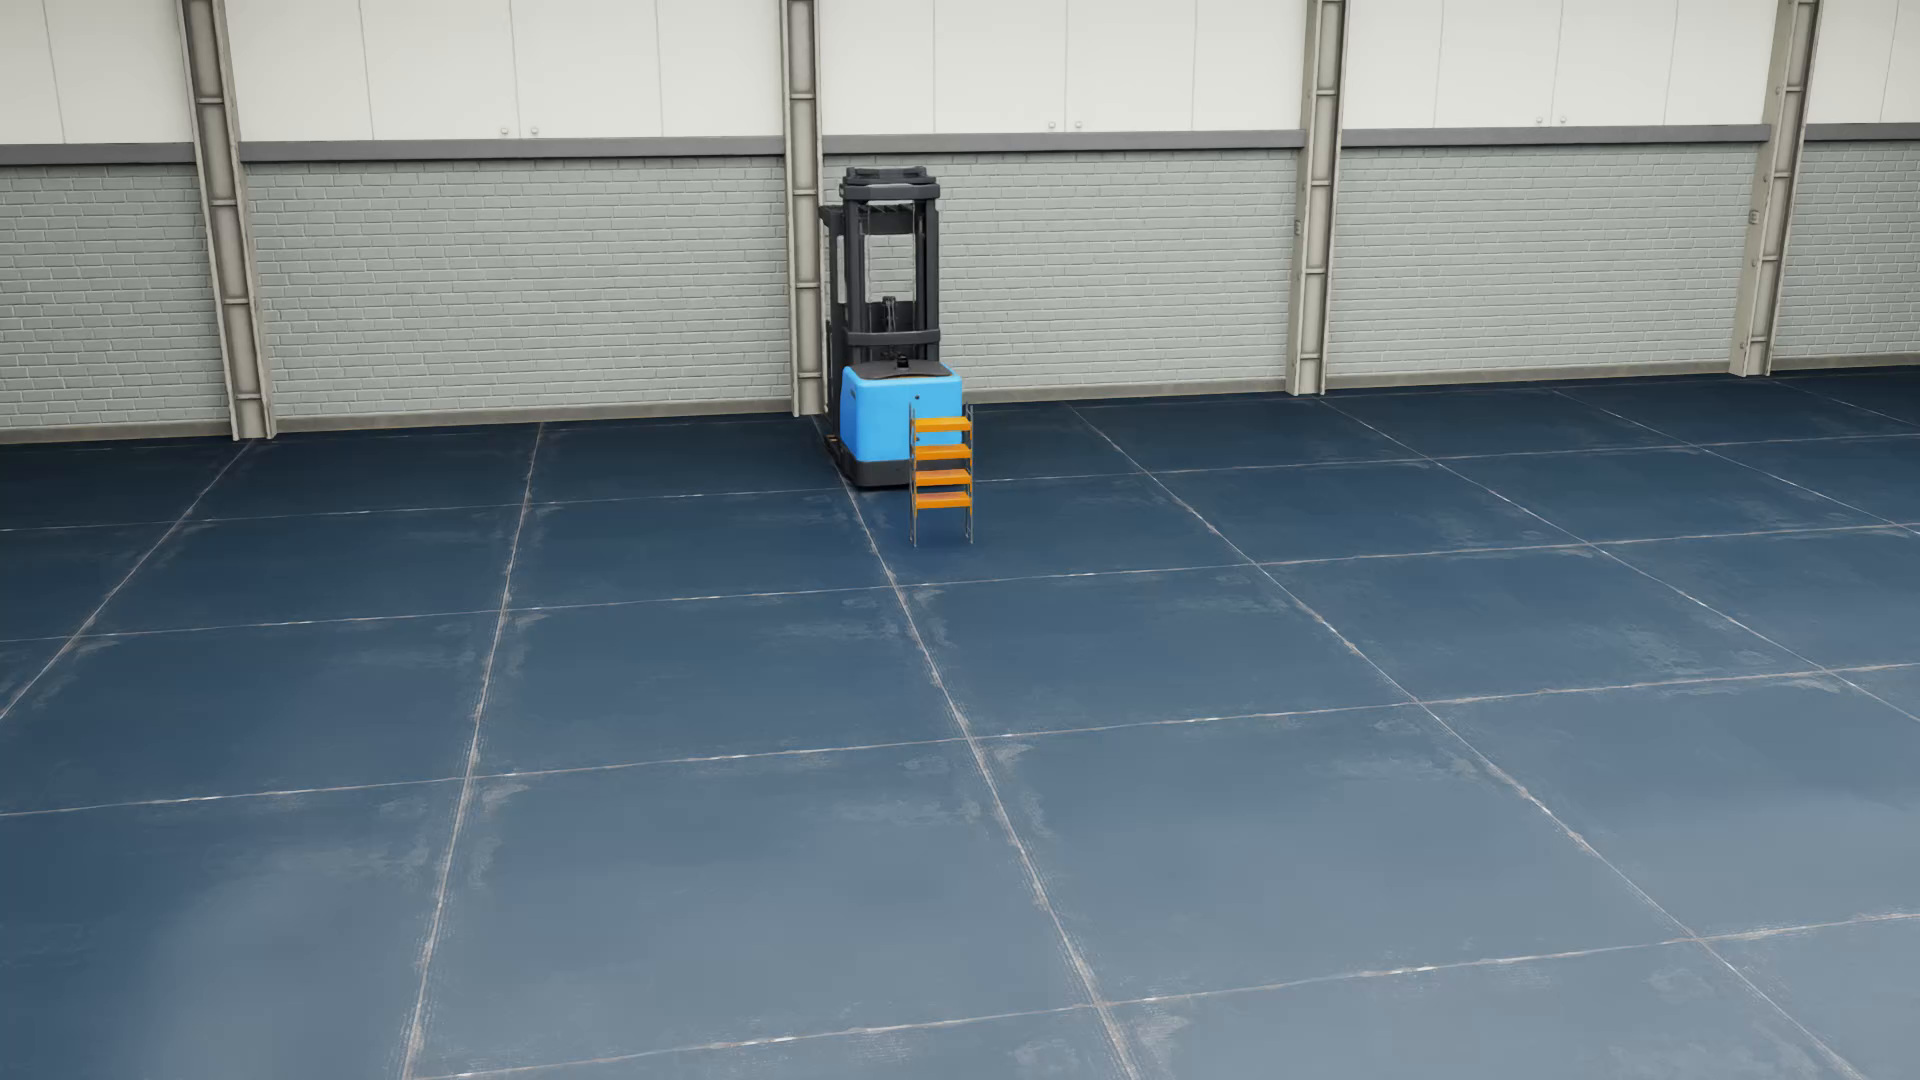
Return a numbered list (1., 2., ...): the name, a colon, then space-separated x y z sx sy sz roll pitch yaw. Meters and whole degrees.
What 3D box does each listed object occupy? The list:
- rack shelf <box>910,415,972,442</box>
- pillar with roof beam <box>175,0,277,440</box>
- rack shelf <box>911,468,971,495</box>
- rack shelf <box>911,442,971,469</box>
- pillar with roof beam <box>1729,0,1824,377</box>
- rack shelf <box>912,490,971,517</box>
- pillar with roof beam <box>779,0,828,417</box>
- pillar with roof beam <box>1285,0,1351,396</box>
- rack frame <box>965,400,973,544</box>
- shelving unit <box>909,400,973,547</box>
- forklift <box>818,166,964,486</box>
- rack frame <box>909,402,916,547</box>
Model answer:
1. rack shelf: -0.163 -0.940 13.990 0.480 0.148 0.258 -3 17 -10
2. pillar with roof beam: -6.793 -4.182 12.599 0.400 9.000 9.100 -3 17 -10
3. rack shelf: -0.163 -0.500 14.125 0.480 0.148 0.258 -3 17 -10
4. rack shelf: -0.163 -0.714 14.060 0.480 0.148 0.258 -3 17 -10
5. pillar with roof beam: 10.880 -5.184 15.864 0.400 9.000 9.100 -3 17 -10
6. rack shelf: -0.163 -0.310 14.184 0.480 0.148 0.258 -3 17 -10
7. pillar with roof beam: -0.902 -4.516 13.687 0.400 9.000 9.100 -3 17 -10
8. pillar with roof beam: 4.989 -4.850 14.776 0.400 9.000 9.100 -3 17 -10
9. rack frame: 0.077 -0.578 14.150 0.015 1.200 0.240 -3 17 -10
10. shelving unit: -0.163 -0.564 14.106 0.503 1.200 0.258 -3 17 -10
11. forklift: -0.804 -2.300 16.807 1.130 2.935 3.031 -4 18 -13
12. rack frame: -0.402 -0.551 14.061 0.015 1.200 0.240 -3 17 -10
